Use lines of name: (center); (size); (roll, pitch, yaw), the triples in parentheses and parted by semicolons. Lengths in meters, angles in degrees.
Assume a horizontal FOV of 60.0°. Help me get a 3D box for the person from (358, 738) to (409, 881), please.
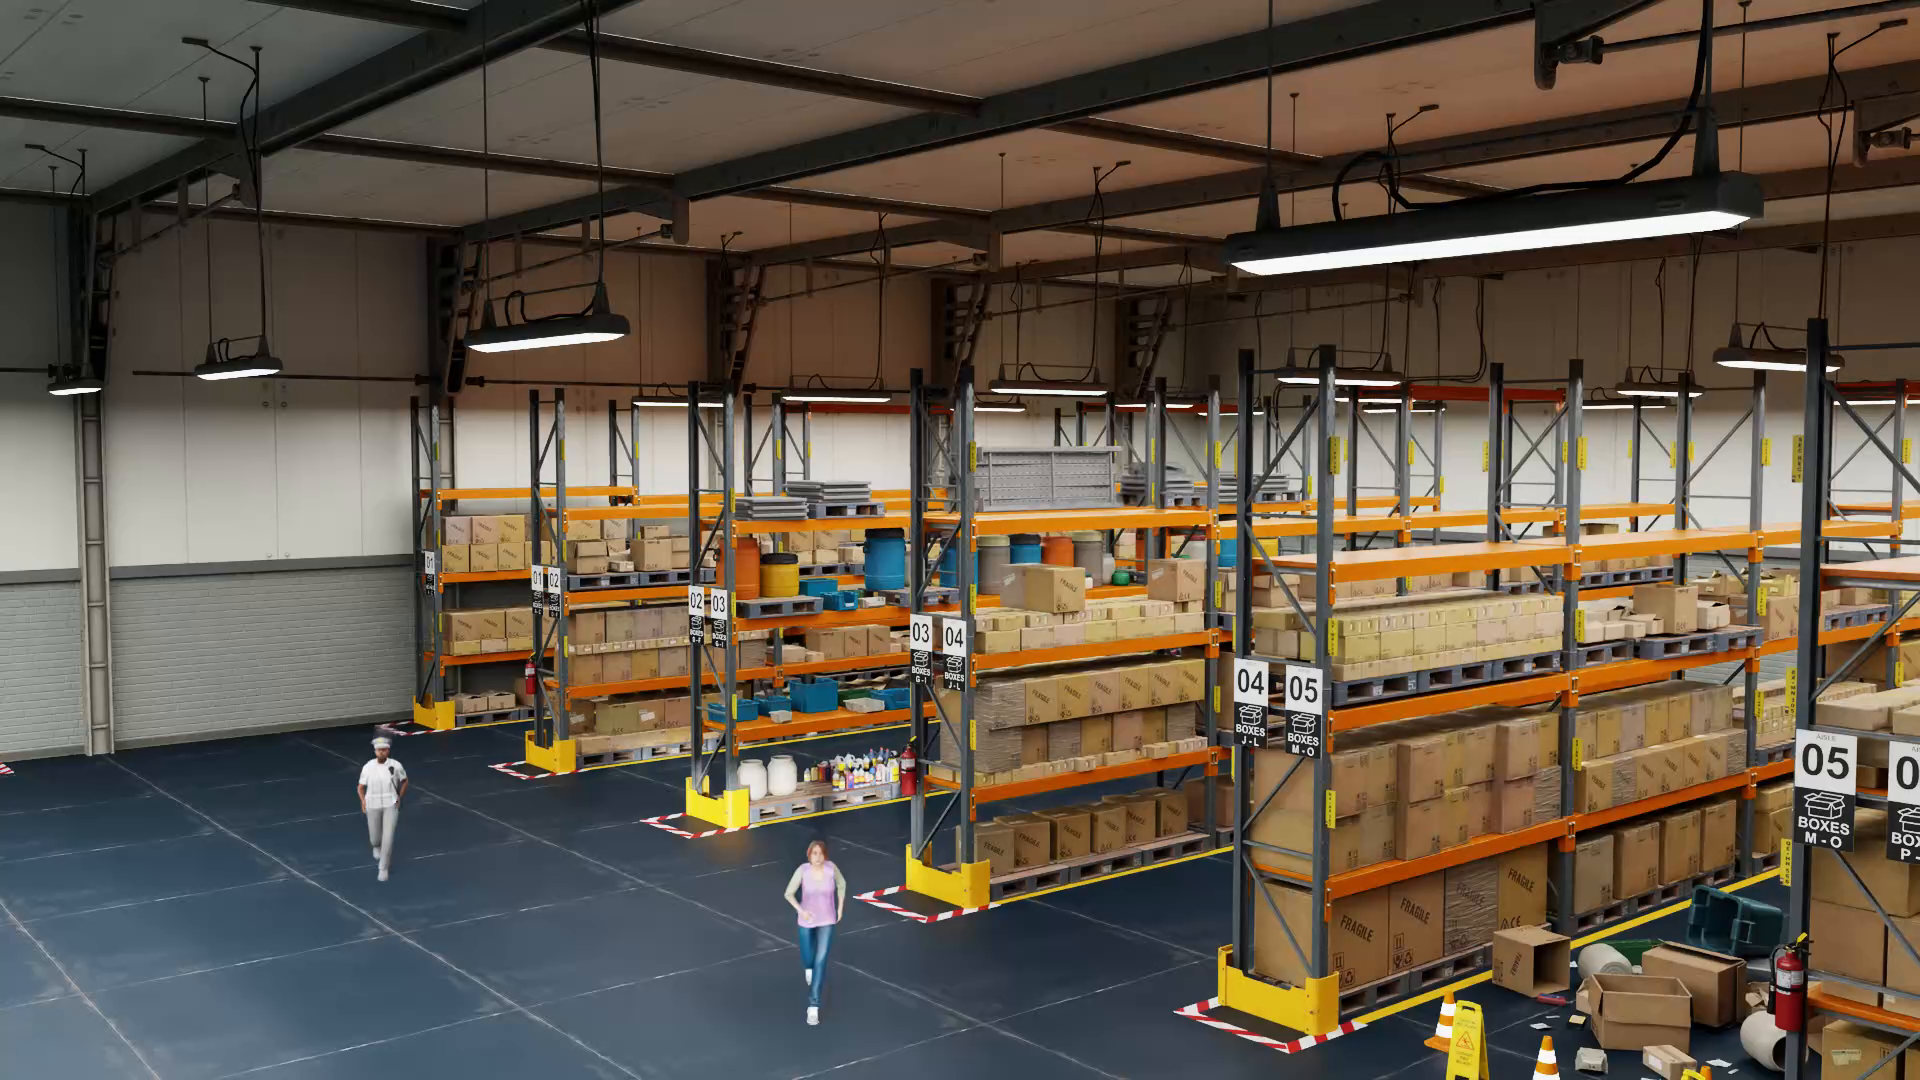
person: (-6.886, 3.176, 19.868); (0.584, 1.674, 0.668); (-1, 4, -17)

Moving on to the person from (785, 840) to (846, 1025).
person: (-1.309, 3.487, 15.112); (0.565, 1.589, 0.869); (-1, 3, -9)
